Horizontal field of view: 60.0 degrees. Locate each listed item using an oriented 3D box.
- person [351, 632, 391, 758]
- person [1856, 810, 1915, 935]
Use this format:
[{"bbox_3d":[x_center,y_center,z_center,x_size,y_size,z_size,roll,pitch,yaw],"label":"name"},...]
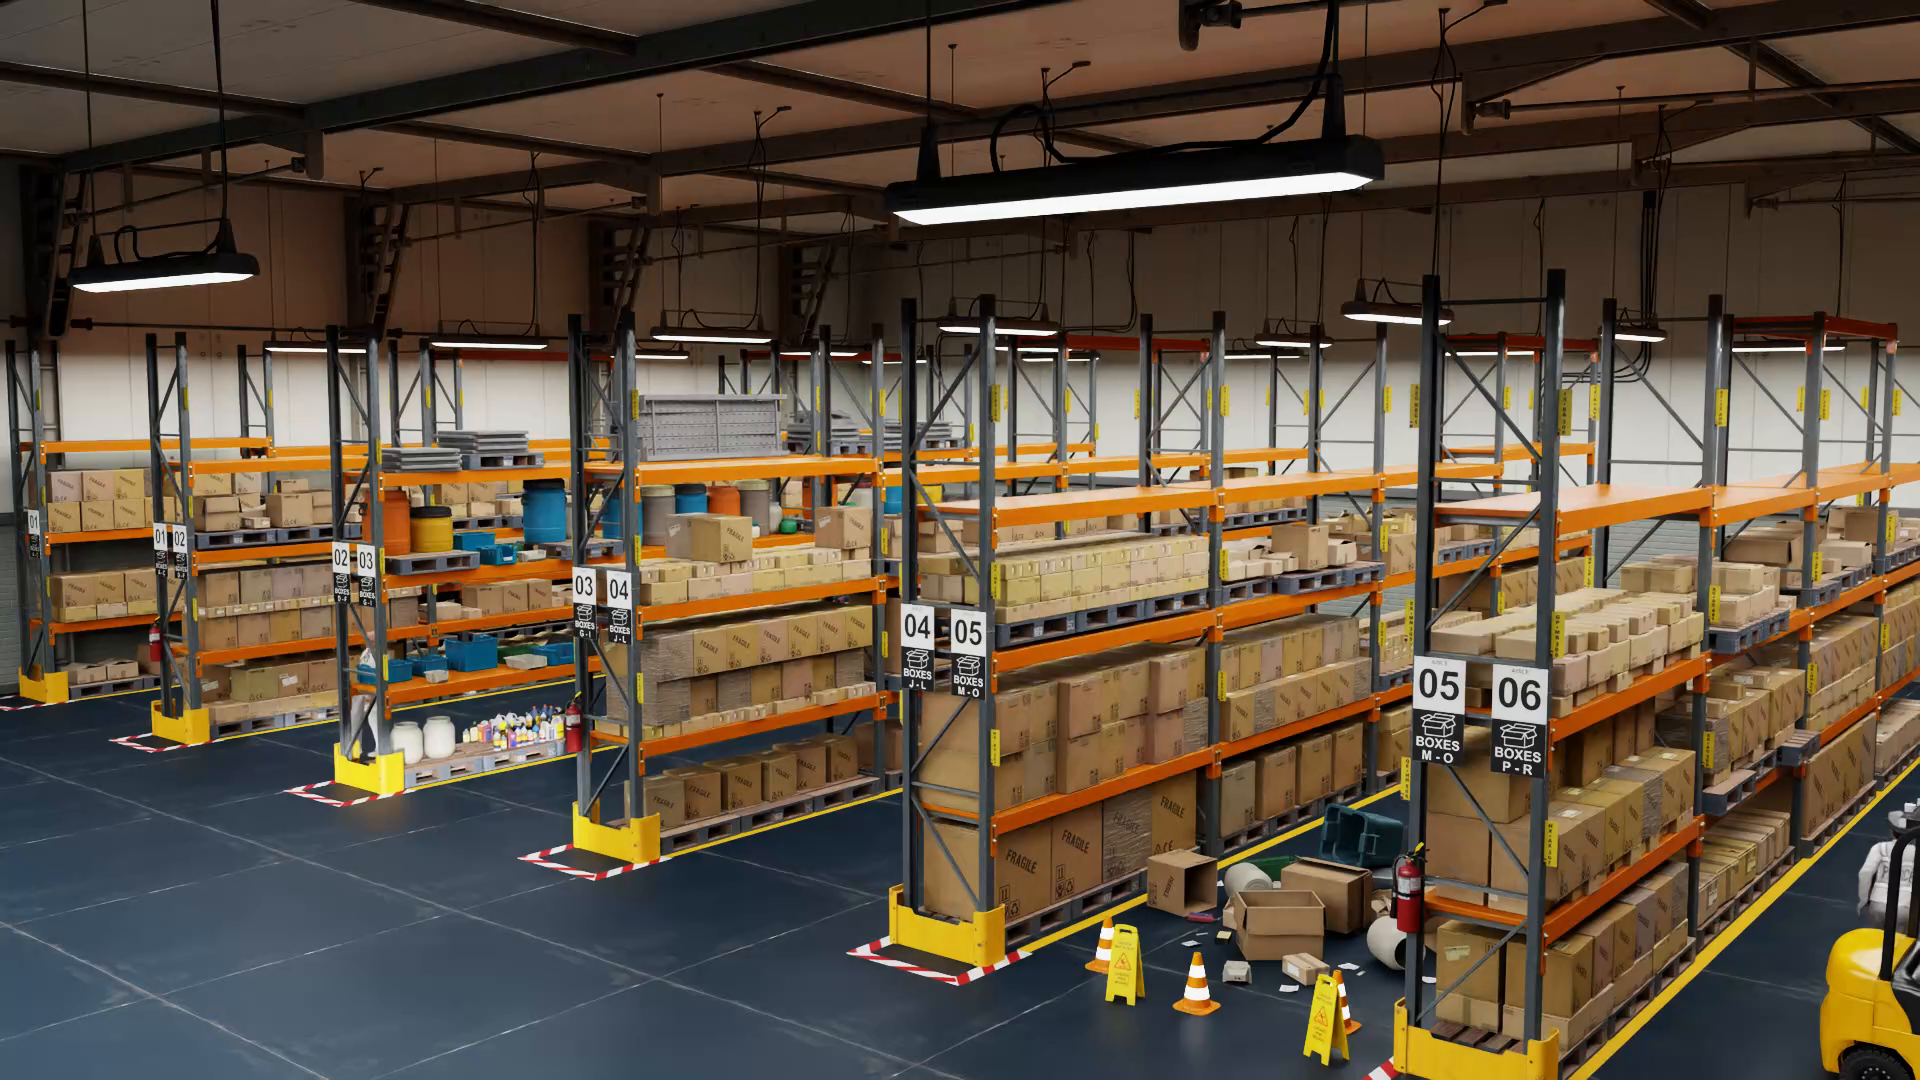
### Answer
[{"bbox_3d":[-8.351,2.199,23.309,0.609,1.804,0.731,3,6,28],"label":"person"},{"bbox_3d":[7.932,3.116,14.118,0.530,1.581,0.704,4,7,40],"label":"person"}]
